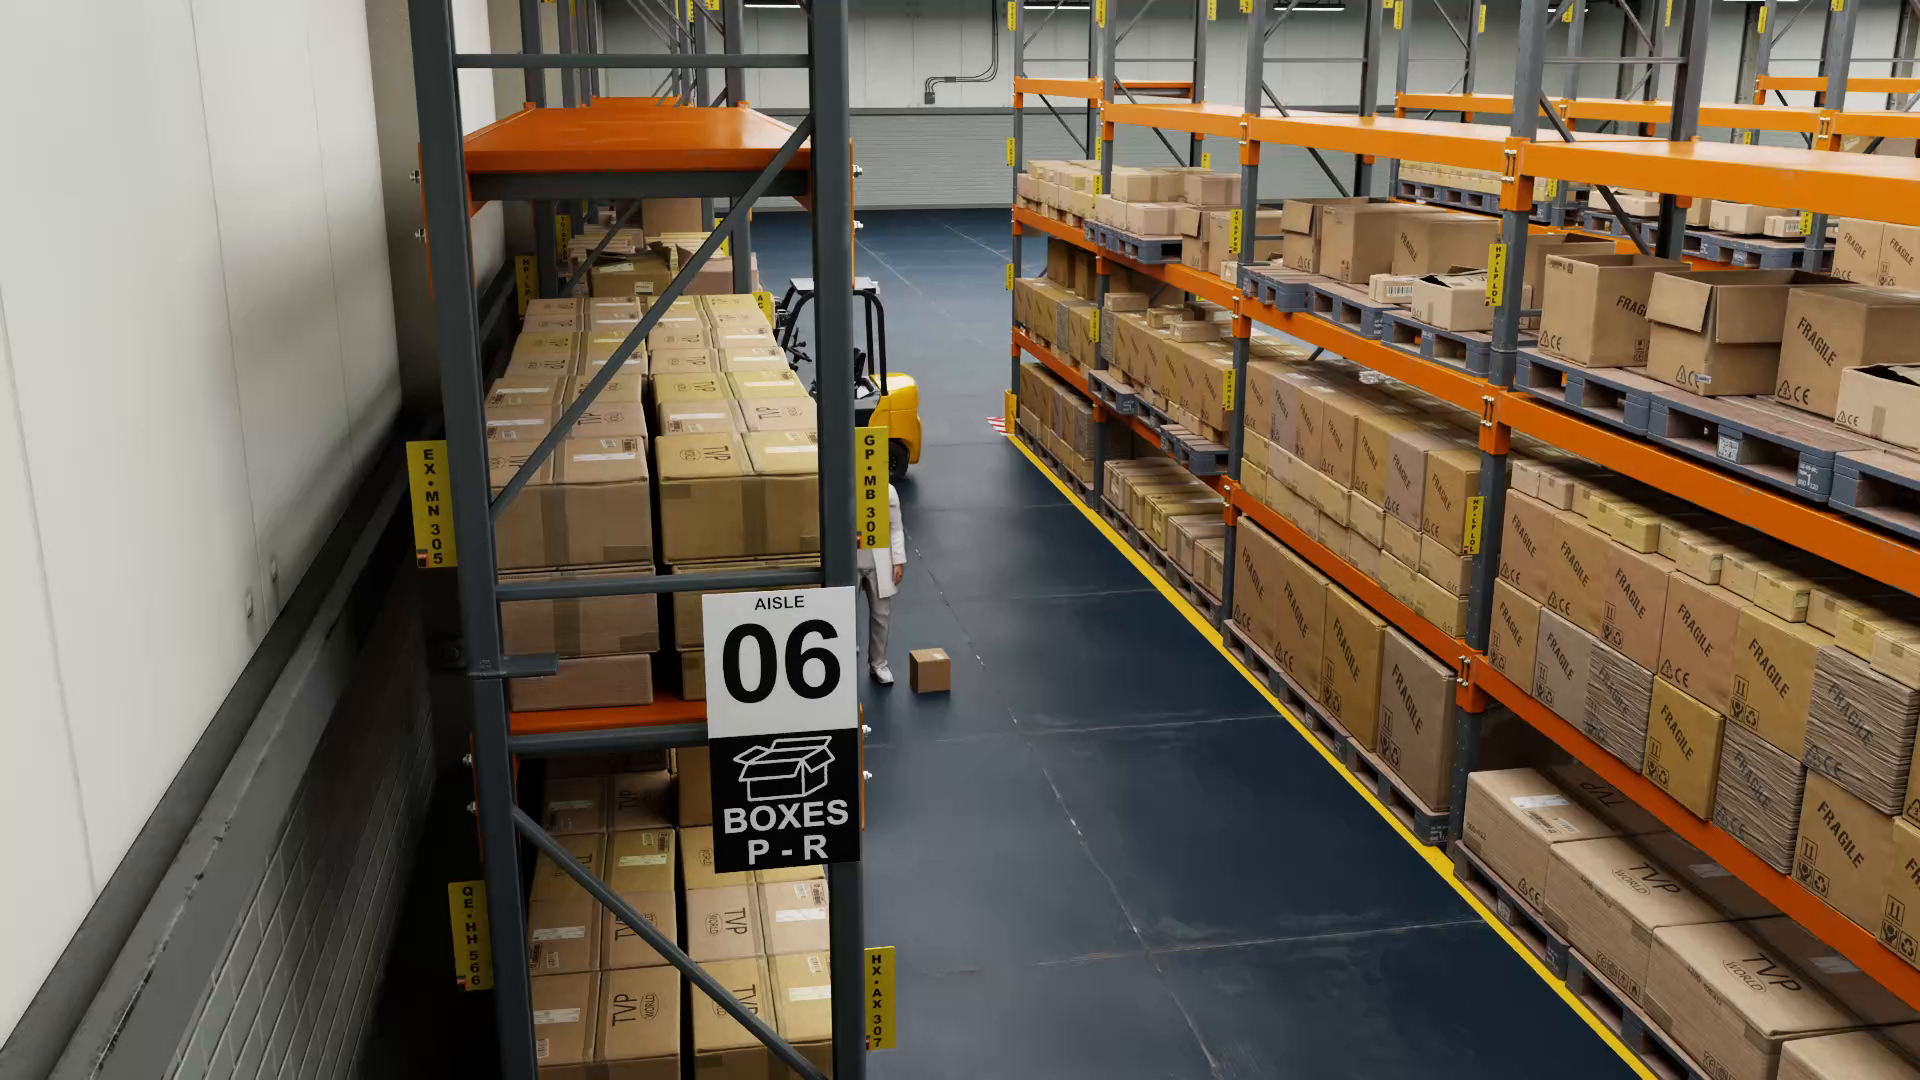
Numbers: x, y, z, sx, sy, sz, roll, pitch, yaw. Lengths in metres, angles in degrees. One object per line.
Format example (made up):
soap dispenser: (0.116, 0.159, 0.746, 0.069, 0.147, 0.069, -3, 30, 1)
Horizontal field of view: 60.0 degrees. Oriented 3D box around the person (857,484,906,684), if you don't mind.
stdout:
person: (-0.720, 0.197, 12.378, 0.642, 1.775, 0.422, -3, 16, -9)
